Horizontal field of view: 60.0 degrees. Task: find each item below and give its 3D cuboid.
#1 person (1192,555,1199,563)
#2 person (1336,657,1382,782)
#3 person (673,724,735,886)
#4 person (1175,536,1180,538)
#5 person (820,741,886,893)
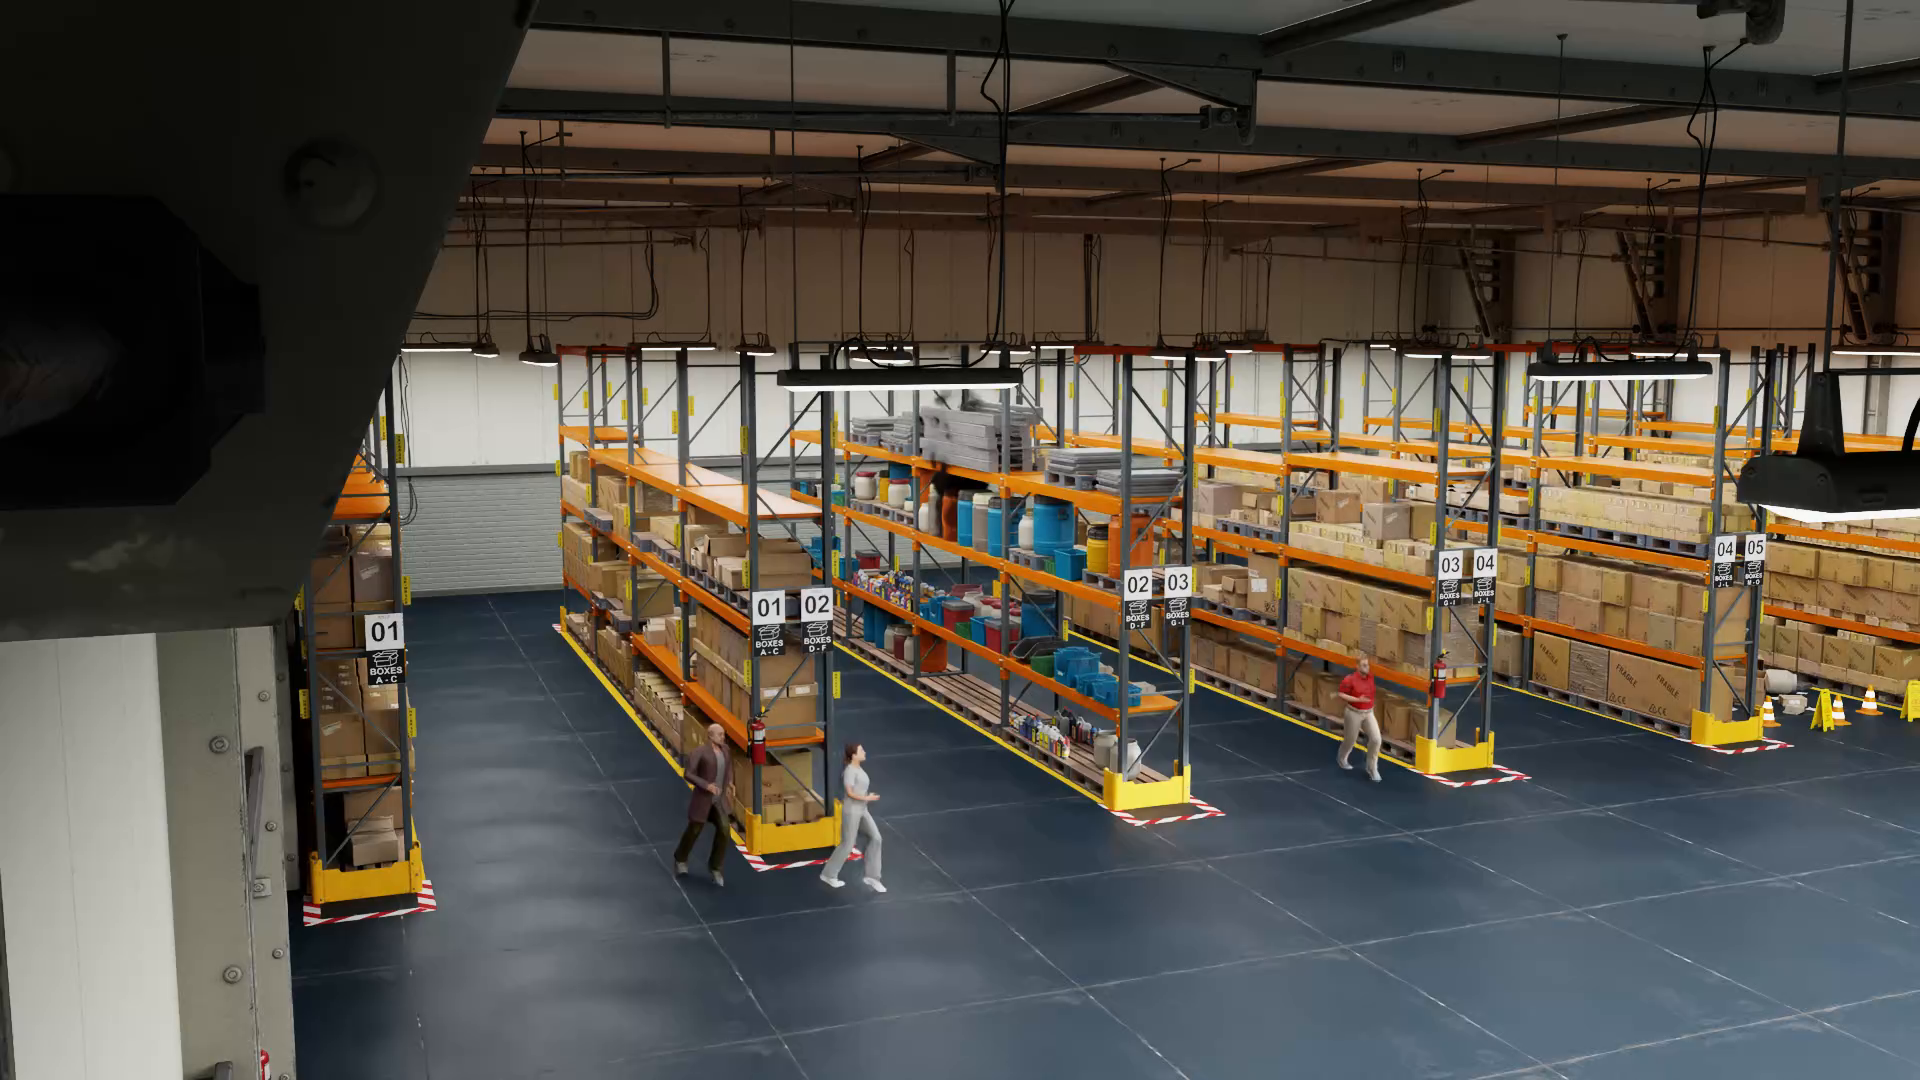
[{"bbox_3d":[4.859,1.091,34.814,0.512,1.597,0.883,-3,8,-21],"label":"person"},{"bbox_3d":[5.628,2.514,23.555,0.672,1.779,0.833,-2,8,-19],"label":"person"},{"bbox_3d":[-2.882,3.024,19.273,0.768,1.824,0.801,-7,10,-42],"label":"person"},{"bbox_3d":[4.937,0.688,38.222,0.605,1.604,0.523,-1,7,-11],"label":"person"},{"bbox_3d":[-1.180,3.113,18.830,0.785,1.683,0.581,2,7,13],"label":"person"}]
